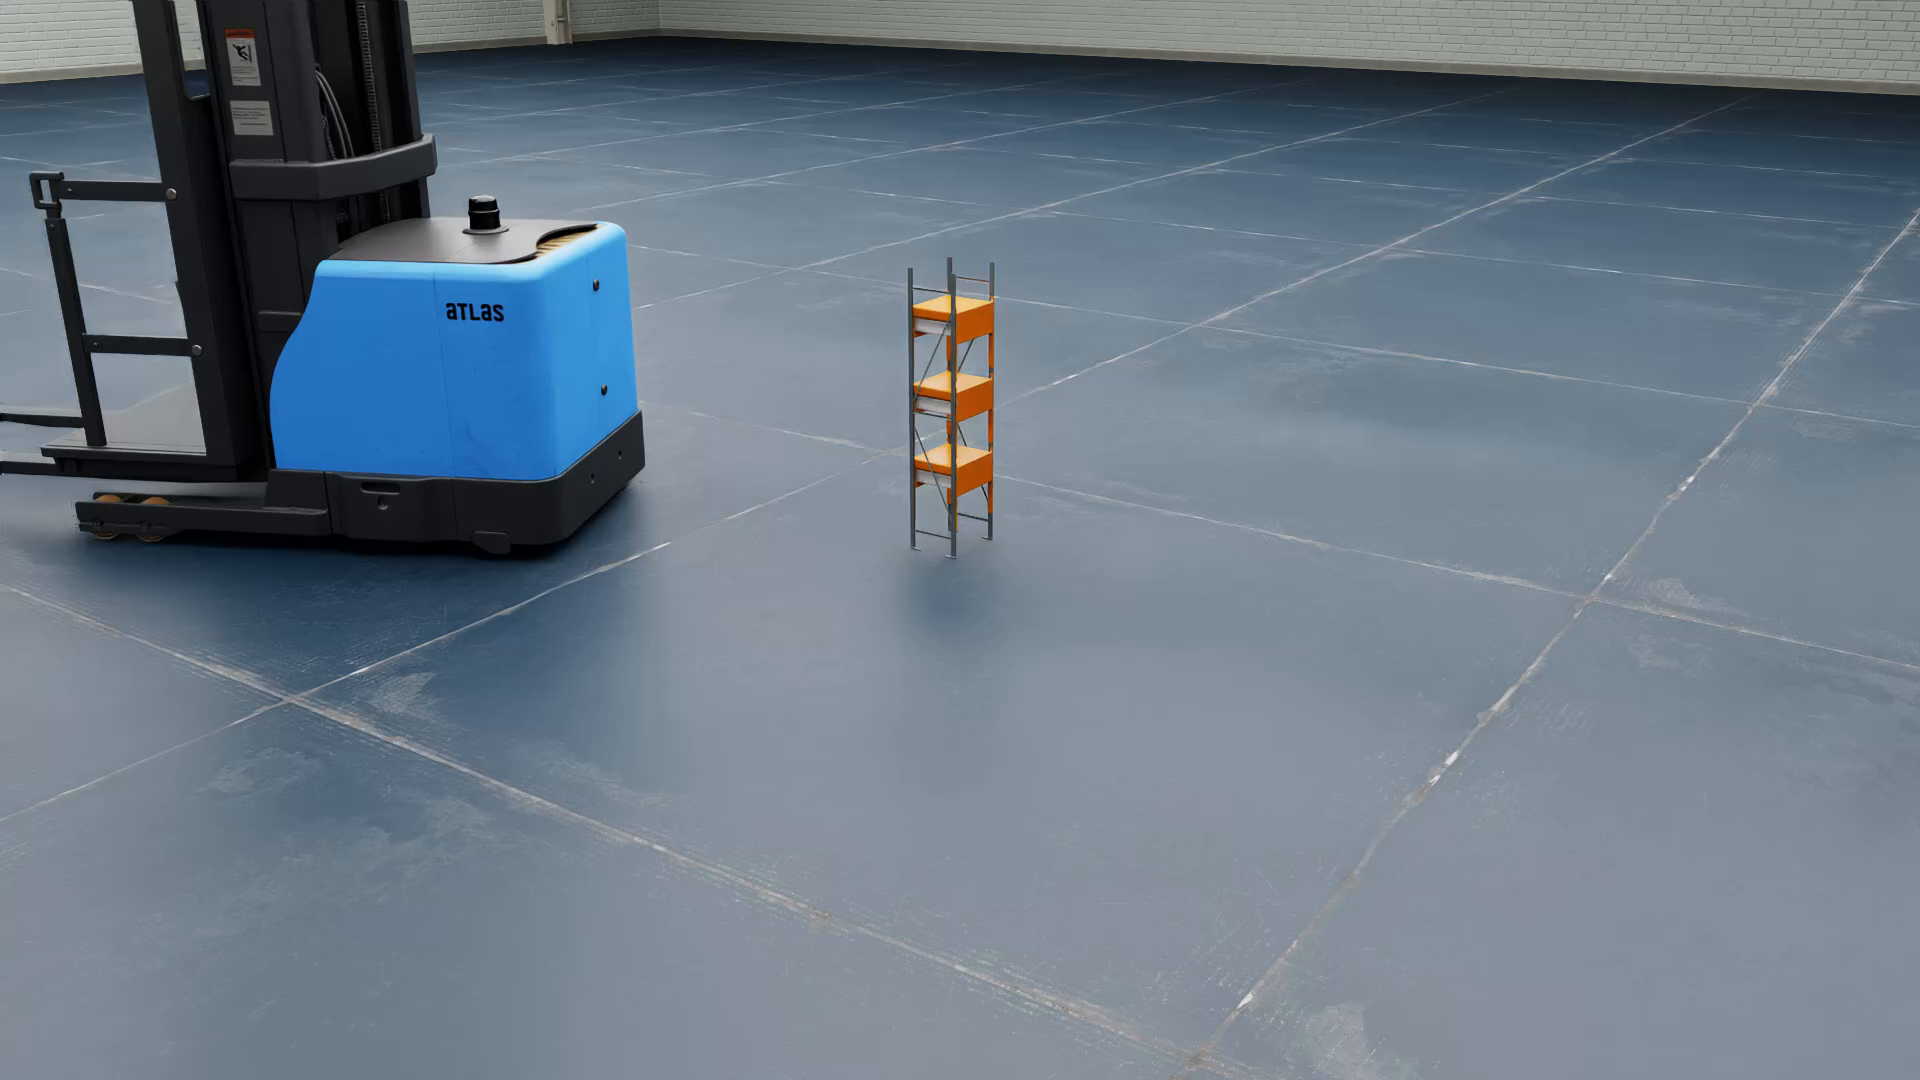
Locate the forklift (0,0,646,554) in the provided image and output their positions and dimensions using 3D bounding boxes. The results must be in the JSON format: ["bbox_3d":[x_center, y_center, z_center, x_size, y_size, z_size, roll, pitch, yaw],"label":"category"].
[{"bbox_3d":[-2.865,-1.543,6.211,3.031,2.935,1.130,3,21,8],"label":"forklift"}]

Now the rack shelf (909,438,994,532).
[{"bbox_3d":[-0.030,-0.206,6.141,0.215,0.259,0.240,13,24,32],"label":"rack shelf"}]

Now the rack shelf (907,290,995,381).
[{"bbox_3d":[-0.030,-0.733,5.947,0.215,0.259,0.240,13,24,32],"label":"rack shelf"}]

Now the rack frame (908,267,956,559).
[{"bbox_3d":[-0.099,-0.442,5.947,0.200,1.050,0.008,13,24,32],"label":"rack frame"}]

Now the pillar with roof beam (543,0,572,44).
[{"bbox_3d":[-4.268,-13.085,28.667,9.100,9.000,0.400,13,24,32],"label":"pillar with roof beam"}]

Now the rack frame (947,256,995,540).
[{"bbox_3d":[0.038,-0.512,6.136,0.200,1.050,0.008,13,24,32],"label":"rack frame"}]

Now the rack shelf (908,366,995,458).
[{"bbox_3d":[-0.030,-0.467,6.045,0.215,0.259,0.240,13,24,32],"label":"rack shelf"}]

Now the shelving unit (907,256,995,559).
[{"bbox_3d":[-0.030,-0.477,6.041,0.215,1.050,0.252,13,24,32],"label":"shelving unit"}]
